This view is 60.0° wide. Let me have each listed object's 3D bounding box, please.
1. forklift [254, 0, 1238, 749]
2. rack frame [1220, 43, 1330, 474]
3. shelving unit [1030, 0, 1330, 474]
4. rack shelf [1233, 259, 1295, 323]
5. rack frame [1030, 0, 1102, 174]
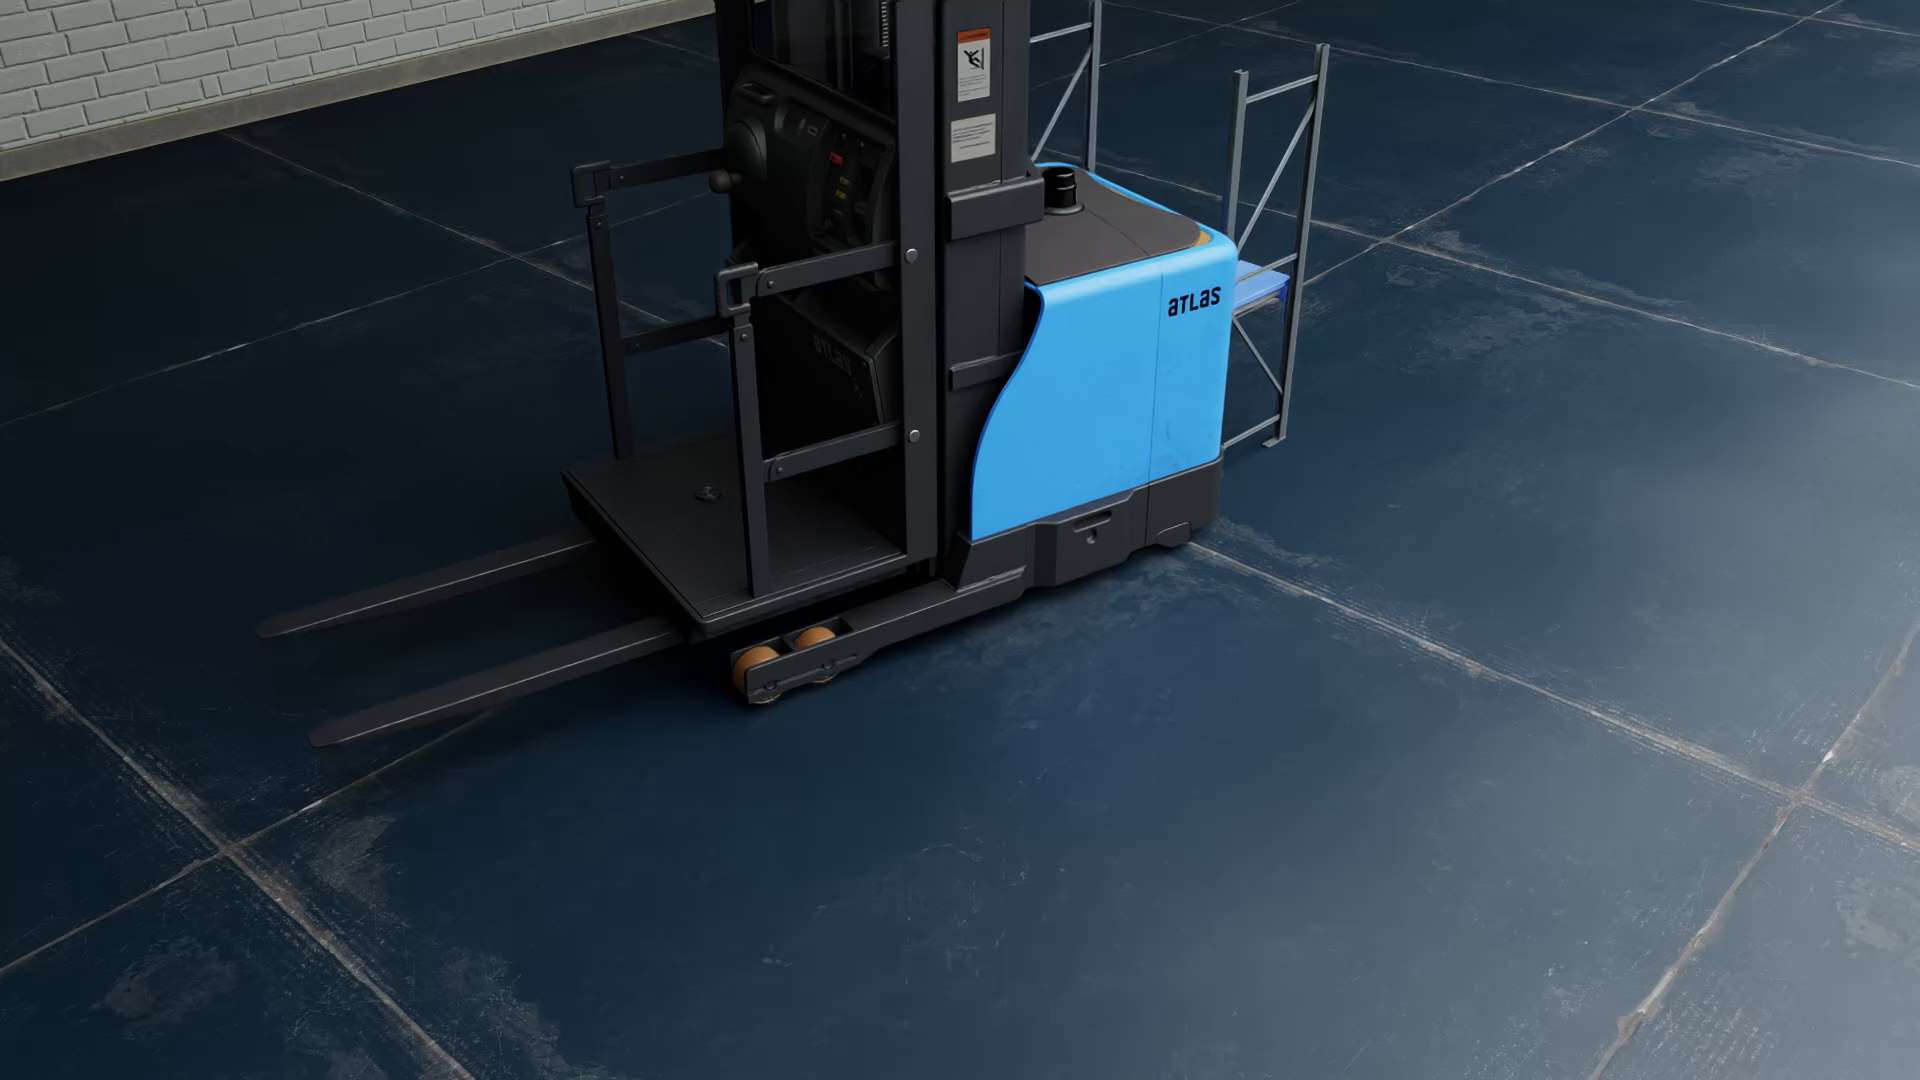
[{"bbox_3d":[-0.621,-1.081,4.704,3.031,2.935,1.130,-18,36,-28],"label":"forklift"},{"bbox_3d":[1.064,-0.947,5.869,0.500,1.500,0.032,-27,40,-37],"label":"rack frame"},{"bbox_3d":[0.705,-1.133,6.177,0.538,1.500,1.048,-27,40,-37],"label":"shelving unit"},{"bbox_3d":[0.705,-0.978,6.270,0.538,0.185,1.000,-27,40,-37],"label":"rack shelf"},{"bbox_3d":[0.347,-1.318,6.485,0.500,1.500,0.032,-27,40,-37],"label":"rack frame"}]
